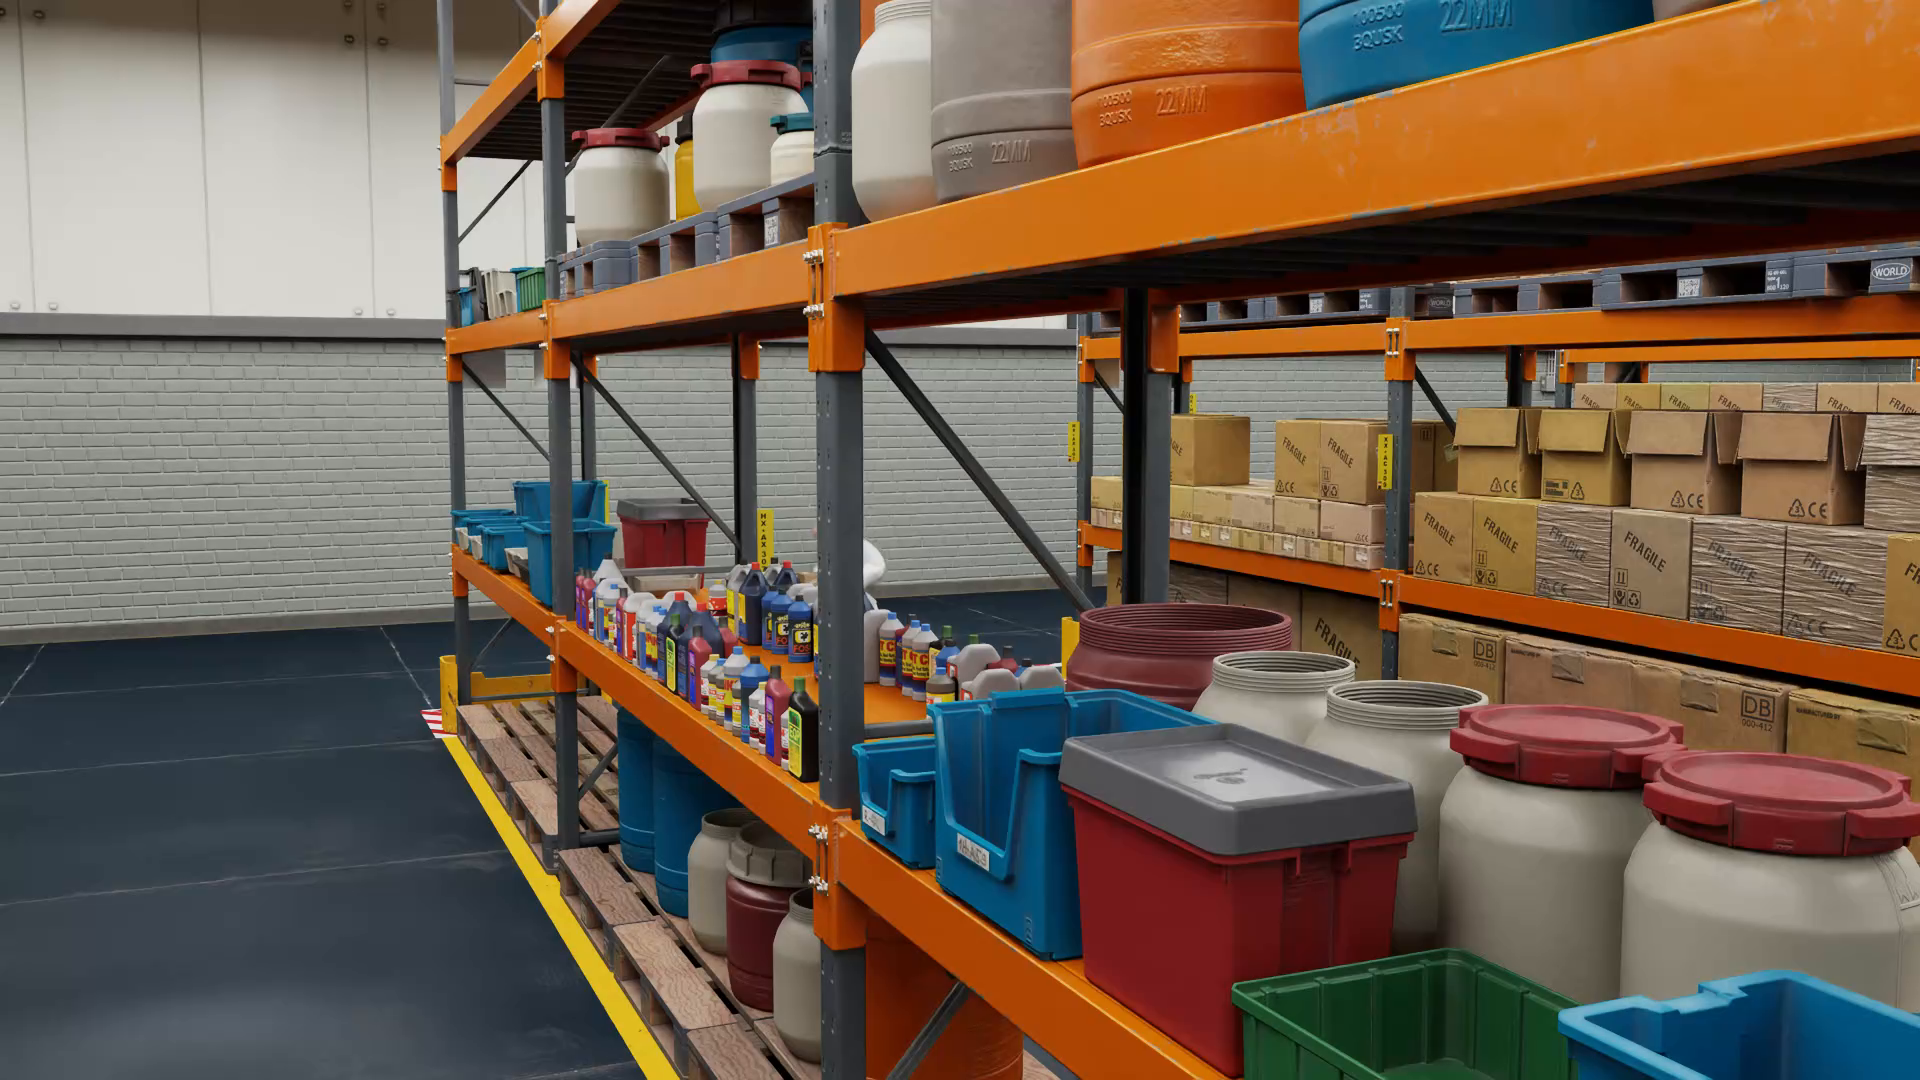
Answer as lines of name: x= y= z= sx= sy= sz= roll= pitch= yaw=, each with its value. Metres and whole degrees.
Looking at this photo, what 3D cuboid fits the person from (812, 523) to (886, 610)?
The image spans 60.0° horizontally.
person: x=-1.247 y=0.301 z=17.797 sx=0.938 sy=0.981 sz=0.580 roll=-2 pitch=6 yaw=-25
